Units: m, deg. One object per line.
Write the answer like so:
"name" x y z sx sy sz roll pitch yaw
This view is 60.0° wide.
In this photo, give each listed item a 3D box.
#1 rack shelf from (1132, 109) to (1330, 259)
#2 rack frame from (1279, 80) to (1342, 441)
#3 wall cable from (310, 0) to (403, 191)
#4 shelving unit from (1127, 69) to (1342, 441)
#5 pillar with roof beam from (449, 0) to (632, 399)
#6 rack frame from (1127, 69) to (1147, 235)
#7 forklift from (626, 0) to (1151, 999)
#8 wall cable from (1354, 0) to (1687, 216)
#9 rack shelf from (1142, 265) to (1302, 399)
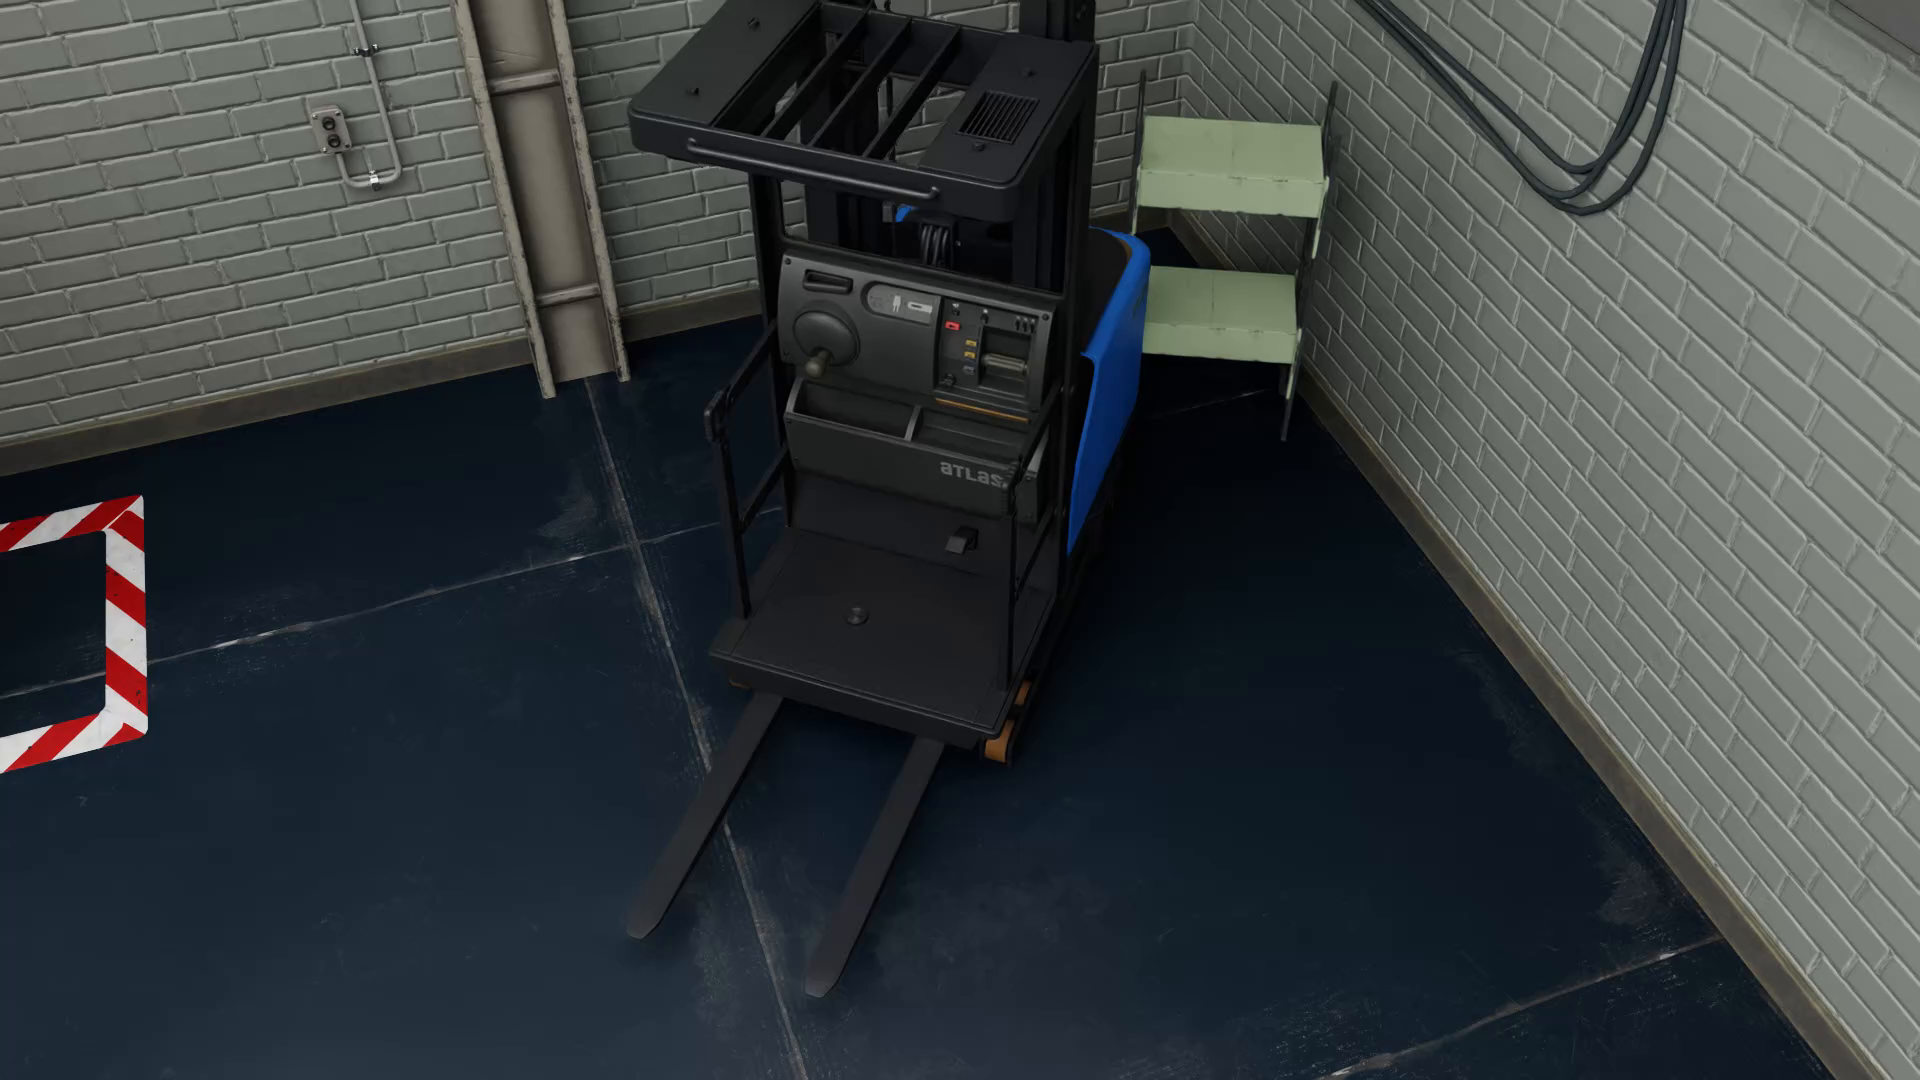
"rack shelf" 1.054 -1.403 6.538 0.720 0.370 0.431 5 45 5
"rack frame" 1.417 -1.097 6.785 0.023 1.500 0.400 5 45 5
"wall cable" -3.074 -1.906 5.814 1.851 1.984 0.084 -14 47 -14
"shelving unit" 1.054 -1.127 6.814 0.755 1.500 0.431 5 45 5
"pillar with roof beam" -0.249 -1.084 1.477 0.400 9.000 9.100 -14 47 -14
"rack frame" 0.690 -1.157 6.844 0.023 1.500 0.400 5 45 5
"forklift" -0.224 -0.573 5.252 1.130 2.935 3.031 14 47 14
"wall cable" 1.484 -2.753 5.332 0.112 2.526 3.097 -14 47 -14
"rack shelf" 1.054 -0.897 7.045 0.720 0.370 0.431 5 45 5
